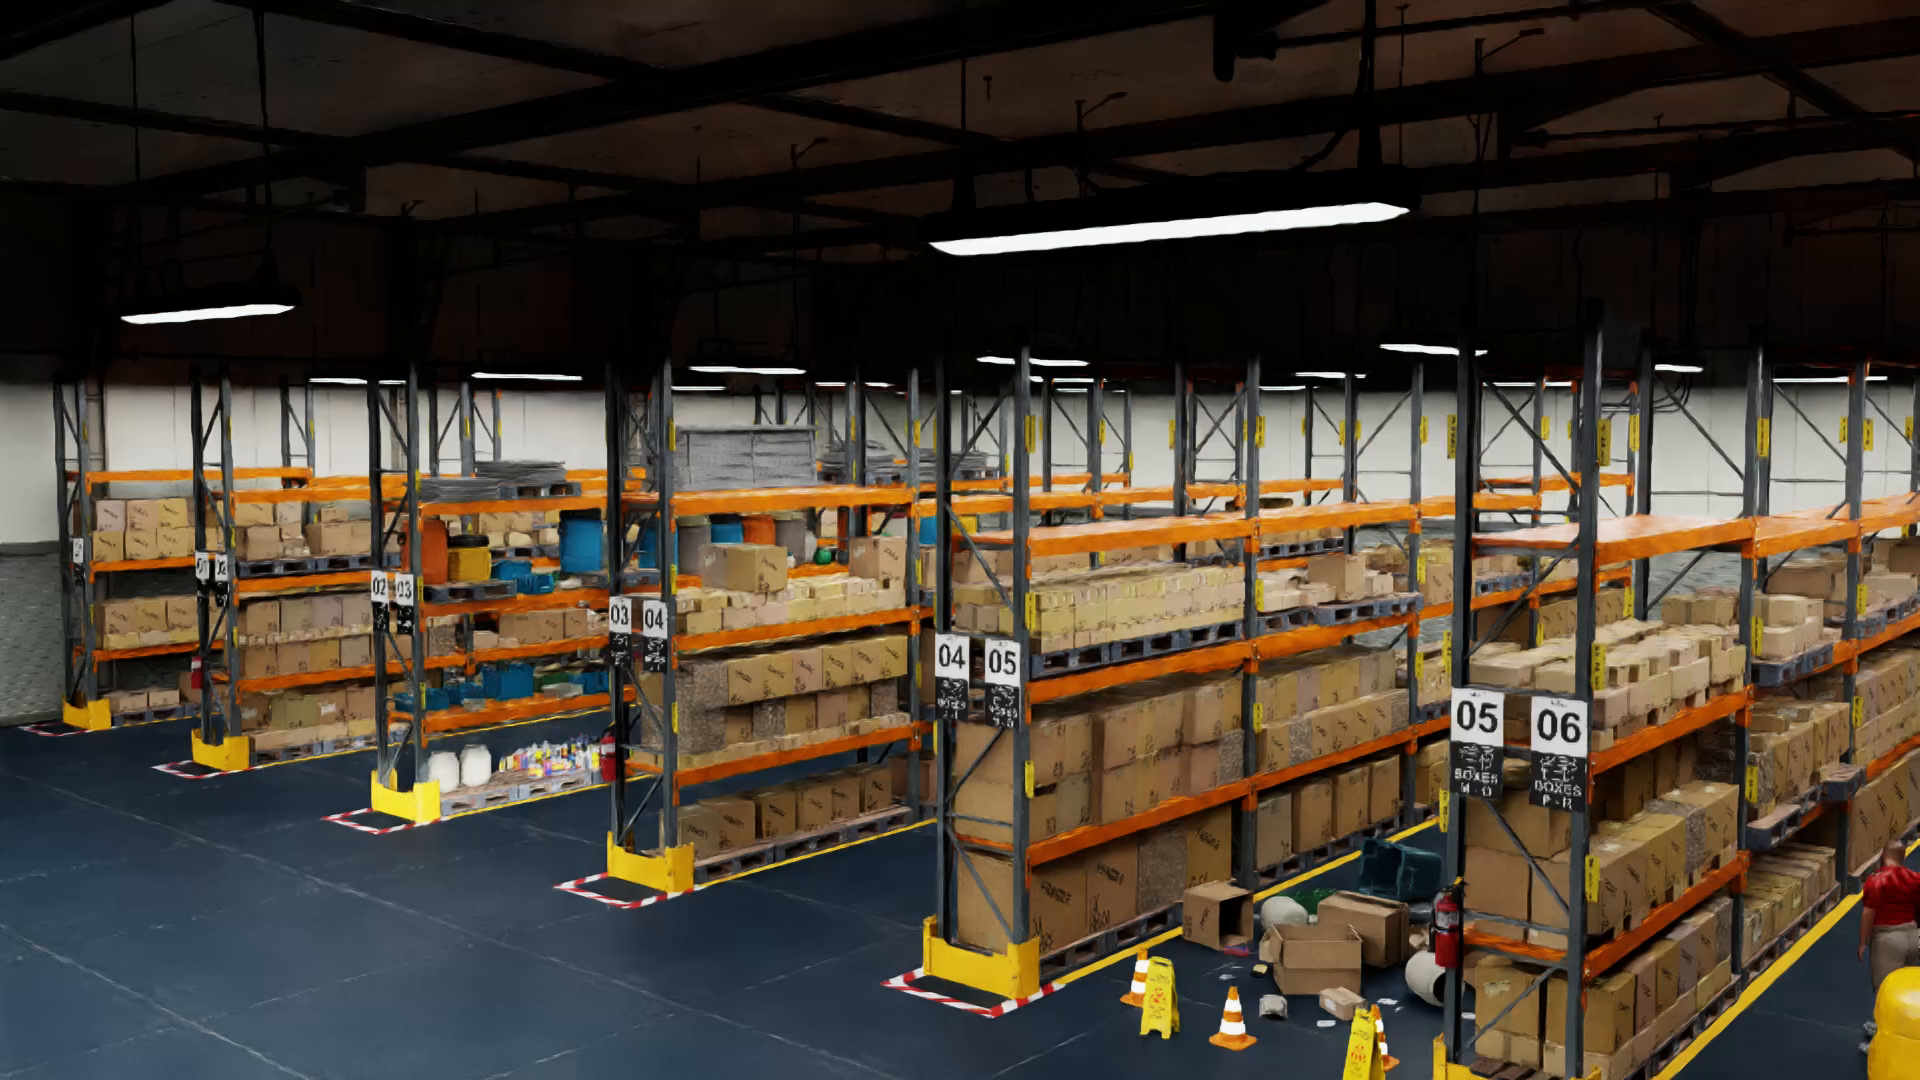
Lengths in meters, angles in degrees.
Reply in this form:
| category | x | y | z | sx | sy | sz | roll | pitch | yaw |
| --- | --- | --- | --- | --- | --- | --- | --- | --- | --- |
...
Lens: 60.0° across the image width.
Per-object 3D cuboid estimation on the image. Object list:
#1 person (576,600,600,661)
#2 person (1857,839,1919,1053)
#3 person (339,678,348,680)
| category | x | y | z | sx | sy | sz | roll | pitch | yaw |
| --- | --- | --- | --- | --- | --- | --- | --- | --- | --- |
| person | -7.423 | 1.970 | 33.246 | 0.625 | 1.611 | 0.575 | 3 | 5 | 38 |
| person | 7.630 | 3.302 | 13.665 | 0.654 | 1.723 | 0.586 | -1 | 4 | -18 |
| person | -10.834 | 2.207 | 29.112 | 0.592 | 1.690 | 1.094 | 2 | 5 | 31 |
